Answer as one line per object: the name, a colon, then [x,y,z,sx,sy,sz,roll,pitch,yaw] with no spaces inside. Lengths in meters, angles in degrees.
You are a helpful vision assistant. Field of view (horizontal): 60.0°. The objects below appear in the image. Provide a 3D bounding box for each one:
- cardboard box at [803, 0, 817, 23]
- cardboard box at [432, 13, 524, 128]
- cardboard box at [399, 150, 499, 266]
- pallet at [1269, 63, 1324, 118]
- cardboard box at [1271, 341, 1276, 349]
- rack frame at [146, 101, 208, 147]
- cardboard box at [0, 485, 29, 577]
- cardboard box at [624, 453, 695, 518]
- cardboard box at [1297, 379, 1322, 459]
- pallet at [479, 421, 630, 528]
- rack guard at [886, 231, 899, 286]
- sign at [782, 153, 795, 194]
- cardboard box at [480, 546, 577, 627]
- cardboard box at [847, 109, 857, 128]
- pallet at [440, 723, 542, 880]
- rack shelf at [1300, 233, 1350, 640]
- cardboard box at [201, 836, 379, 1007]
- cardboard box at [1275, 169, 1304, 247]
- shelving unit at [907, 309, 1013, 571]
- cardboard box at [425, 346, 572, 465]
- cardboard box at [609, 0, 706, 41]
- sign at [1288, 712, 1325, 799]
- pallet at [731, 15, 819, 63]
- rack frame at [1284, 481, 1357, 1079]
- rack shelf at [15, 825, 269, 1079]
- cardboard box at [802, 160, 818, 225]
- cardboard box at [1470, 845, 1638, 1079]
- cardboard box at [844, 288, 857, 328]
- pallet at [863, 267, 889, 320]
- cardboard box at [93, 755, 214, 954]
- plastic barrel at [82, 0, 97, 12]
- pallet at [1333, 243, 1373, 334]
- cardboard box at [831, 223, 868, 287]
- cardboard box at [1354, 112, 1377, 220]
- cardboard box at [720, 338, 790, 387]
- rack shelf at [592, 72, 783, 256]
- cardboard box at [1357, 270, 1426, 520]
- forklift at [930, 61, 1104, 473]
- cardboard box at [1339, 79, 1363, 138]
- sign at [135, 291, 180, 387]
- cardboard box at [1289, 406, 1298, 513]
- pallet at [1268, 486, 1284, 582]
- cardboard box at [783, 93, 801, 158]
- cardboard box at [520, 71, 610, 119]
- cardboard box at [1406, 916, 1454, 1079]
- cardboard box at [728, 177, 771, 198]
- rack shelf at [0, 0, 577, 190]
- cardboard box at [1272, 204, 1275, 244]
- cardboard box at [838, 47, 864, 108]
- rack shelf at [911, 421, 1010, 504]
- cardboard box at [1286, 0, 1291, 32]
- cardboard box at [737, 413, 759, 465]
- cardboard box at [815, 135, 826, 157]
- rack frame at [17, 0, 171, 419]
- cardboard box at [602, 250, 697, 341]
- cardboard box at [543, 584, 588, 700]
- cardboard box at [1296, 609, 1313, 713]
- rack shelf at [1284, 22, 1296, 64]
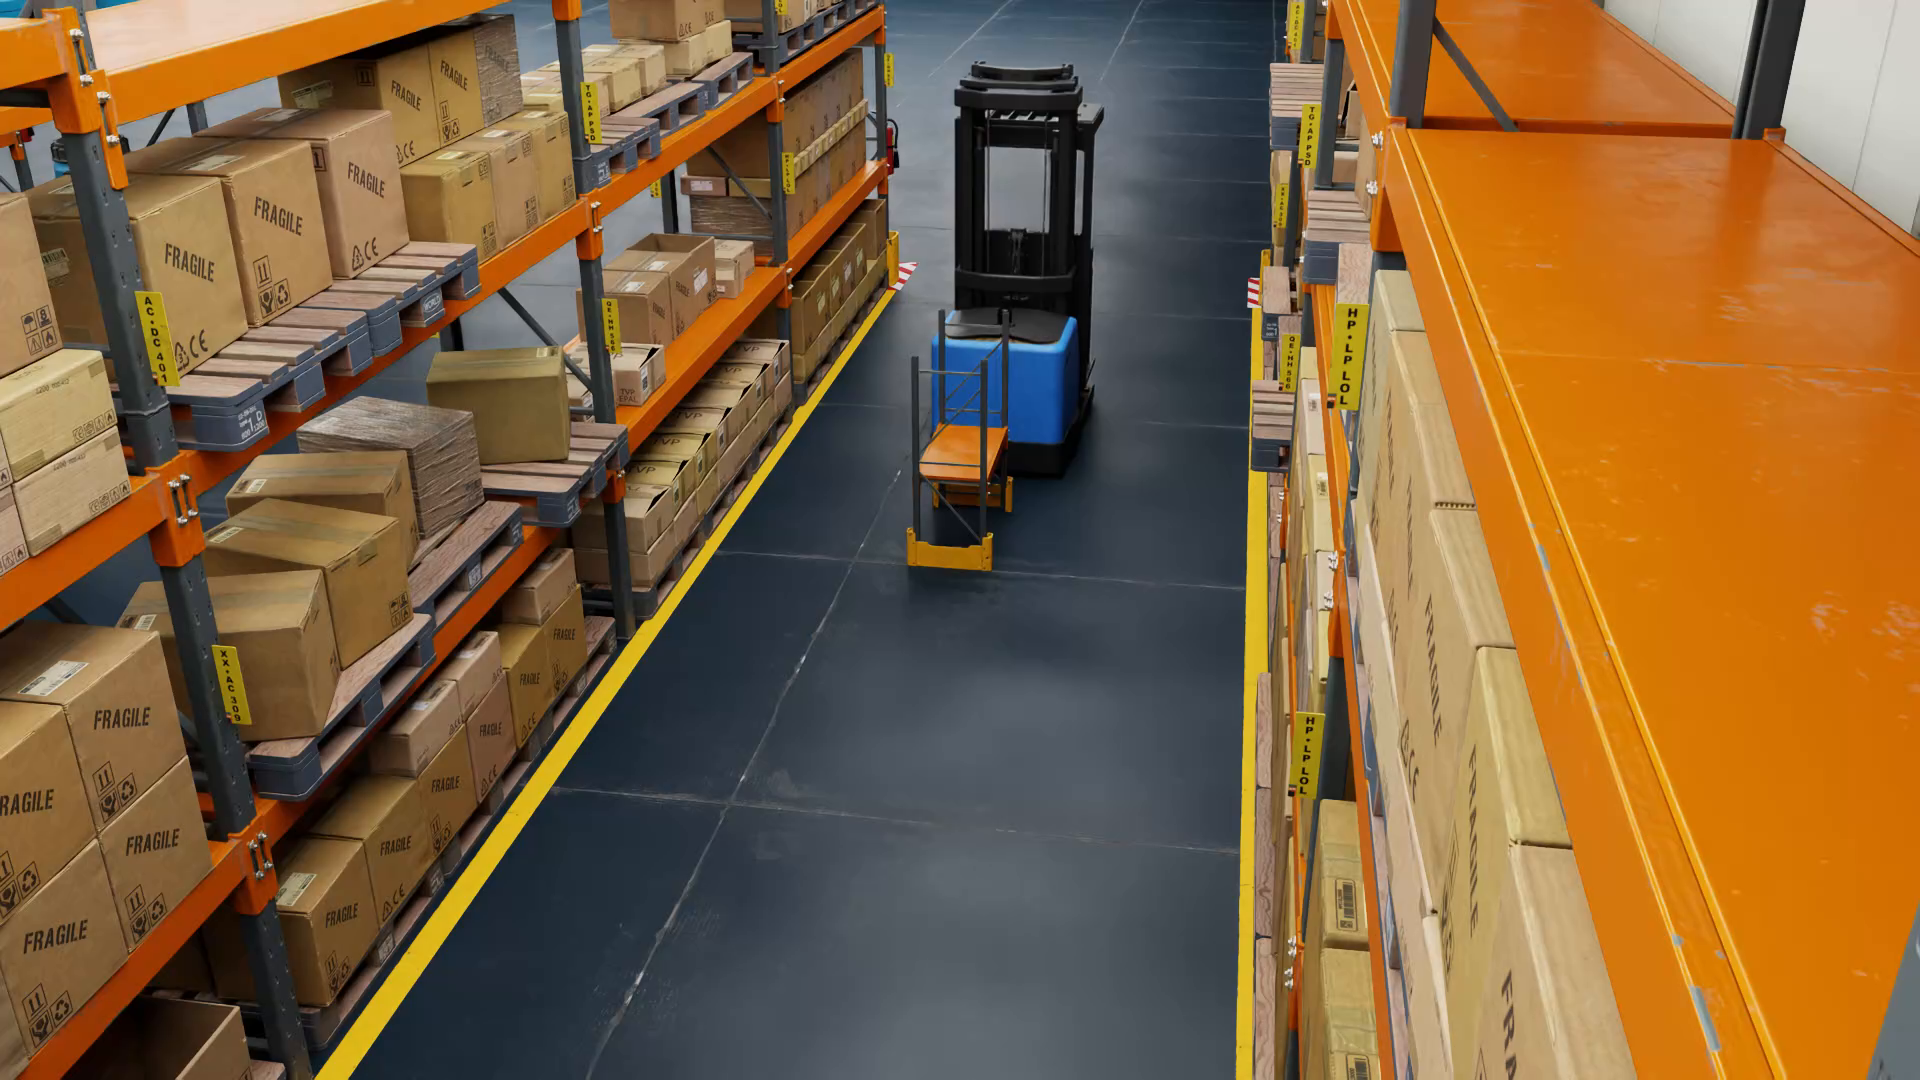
cardboard box: [-1.471,-4.445,13.659,0.500,0.311,0.500,3,25,6]
cardboard box: [-2.633,-2.457,8.669,0.500,0.500,0.500,4,25,9]
cardboard box: [-2.762,-1.571,7.955,0.910,0.500,0.500,4,25,9]
pallet: [2.780,-3.136,11.640,1.213,0.211,1.003,4,25,9]
cardboard box: [3.175,-2.029,15.020,0.700,0.500,0.500,2,25,5]
rack frame: [-6.788,-2.800,14.238,1.000,3.000,0.127,4,25,9]
cardboard box: [-3.119,0.030,4.830,0.500,0.250,0.500,4,25,9]
cardboard box: [-2.103,-0.400,11.198,0.500,0.311,0.500,3,25,7]
cardboard box: [1.916,-0.573,8.102,0.500,0.250,0.500,4,25,8]
pallet: [-2.597,-0.407,9.352,1.213,0.211,1.003,4,25,9]
rack guard: [-1.244,-3.006,17.627,1.175,0.500,0.348,4,25,9]
sign: [-1.365,-2.910,13.201,0.100,0.325,0.005,4,25,9]
cardboard box: [-2.482,0.242,9.284,0.500,0.250,0.500,5,26,11]
cardboard box: [-1.206,-4.078,16.085,0.380,0.149,0.250,4,25,8]
pallet: [-2.917,1.299,8.770,1.003,0.211,1.213,4,25,9]
rack shelf: [2.005,-0.637,6.927,1.077,0.370,4.000,4,25,9]
cardboard box: [-2.890,1.638,7.186,0.500,0.500,0.500,3,25,6]
cardboard box: [2.758,-2.614,13.108,0.500,0.500,0.500,4,25,8]
shelving unit: [0.012,-0.711,11.544,0.587,1.500,1.083,4,25,9]
cardboard box: [-2.548,-0.747,9.238,0.700,0.500,0.500,-4,25,-9]
cardboard box: [-2.112,-3.781,11.592,0.500,0.500,0.500,6,26,14]
sign: [1.141,0.710,5.466,0.100,0.325,0.005,4,25,9]
pallet: [-1.788,-4.132,13.650,1.003,0.211,1.213,4,25,9]
rack frame: [1.678,1.232,5.623,1.000,3.000,0.127,4,25,9]
rack shelf: [-3.536,2.053,4.719,1.077,0.370,4.000,4,25,9]
cardboard box: [-1.670,-3.117,14.798,0.700,0.500,0.500,4,25,9]
cardboard box: [0.875,0.714,1.870,0.500,0.500,0.500,4,25,8]
cardboard box: [-1.278,-2.200,15.704,0.500,0.250,0.500,4,25,9]
pallet: [-1.332,-2.543,16.977,1.003,0.211,1.213,4,25,9]
cardboard box: [-3.038,1.072,5.848,0.500,0.500,0.500,4,25,9]
plastic barrel: [-6.764,-3.884,12.425,0.600,0.901,0.600,0,25,0]
pallet: [2.099,-0.973,7.019,1.003,0.211,1.213,5,26,11]
cardboard box: [-1.191,-2.749,15.992,0.500,0.500,0.500,4,25,9]
cardboard box: [2.311,-1.841,8.014,0.700,0.500,0.500,2,25,4]
cardboard box: [-1.685,-1.465,13.472,0.500,0.311,0.500,4,25,9]
rack shelf: [-2.229,-2.652,11.231,1.077,0.370,4.000,4,25,9]
cardboard box: [1.285,-0.355,4.155,0.500,0.500,0.500,4,25,8]
forklift: [0.547,-2.434,13.538,1.130,2.935,3.031,5,25,10]
cardboard box: [2.635,-2.391,9.680,0.797,0.503,0.637,8,26,16]
sign: [-2.673,-0.668,5.534,0.100,0.325,0.005,4,25,9]
cardboard box: [2.000,-0.444,8.713,0.500,0.500,0.500,5,26,10]
pallet: [2.663,-0.013,11.574,1.003,0.211,1.213,4,25,9]
cardboard box: [-1.754,-3.486,14.054,0.700,0.500,0.500,4,25,8]
cardboard box: [-2.469,-2.677,10.119,0.500,0.250,0.500,5,25,10]
cardboard box: [0.966,0.837,2.494,0.500,0.250,0.500,3,25,7]
cardboard box: [-1.667,-2.893,13.554,0.380,0.149,0.250,4,25,8]
rack shelf: [-2.883,-2.156,7.106,1.077,0.370,4.000,4,25,9]
cardboard box: [2.921,-2.693,14.163,0.500,0.250,0.500,4,25,8]
cardboard box: [-1.346,-4.545,16.317,0.700,0.500,0.500,4,25,9]
rack shelf: [0.014,-0.552,11.629,0.538,0.185,1.000,4,25,9]
cardboard box: [3.215,-4.855,14.948,0.500,0.500,0.500,6,26,12]
cardboard box: [-1.851,-0.781,12.673,0.500,0.250,0.500,5,25,10]
cardboard box: [-1.417,-3.541,14.939,0.380,0.149,0.250,4,25,8]
rack frame: [-3.209,-1.827,5.082,1.000,3.000,0.127,4,25,9]
cardboard box: [-2.212,-1.751,11.878,0.500,0.500,0.500,4,25,9]
cardboard box: [-2.477,0.558,9.494,0.500,0.500,0.500,5,26,11]
cardboard box: [1.579,0.619,6.442,0.500,0.500,0.500,4,25,9]
rack shelf: [3.312,-3.983,14.075,1.077,0.370,4.000,4,25,9]
